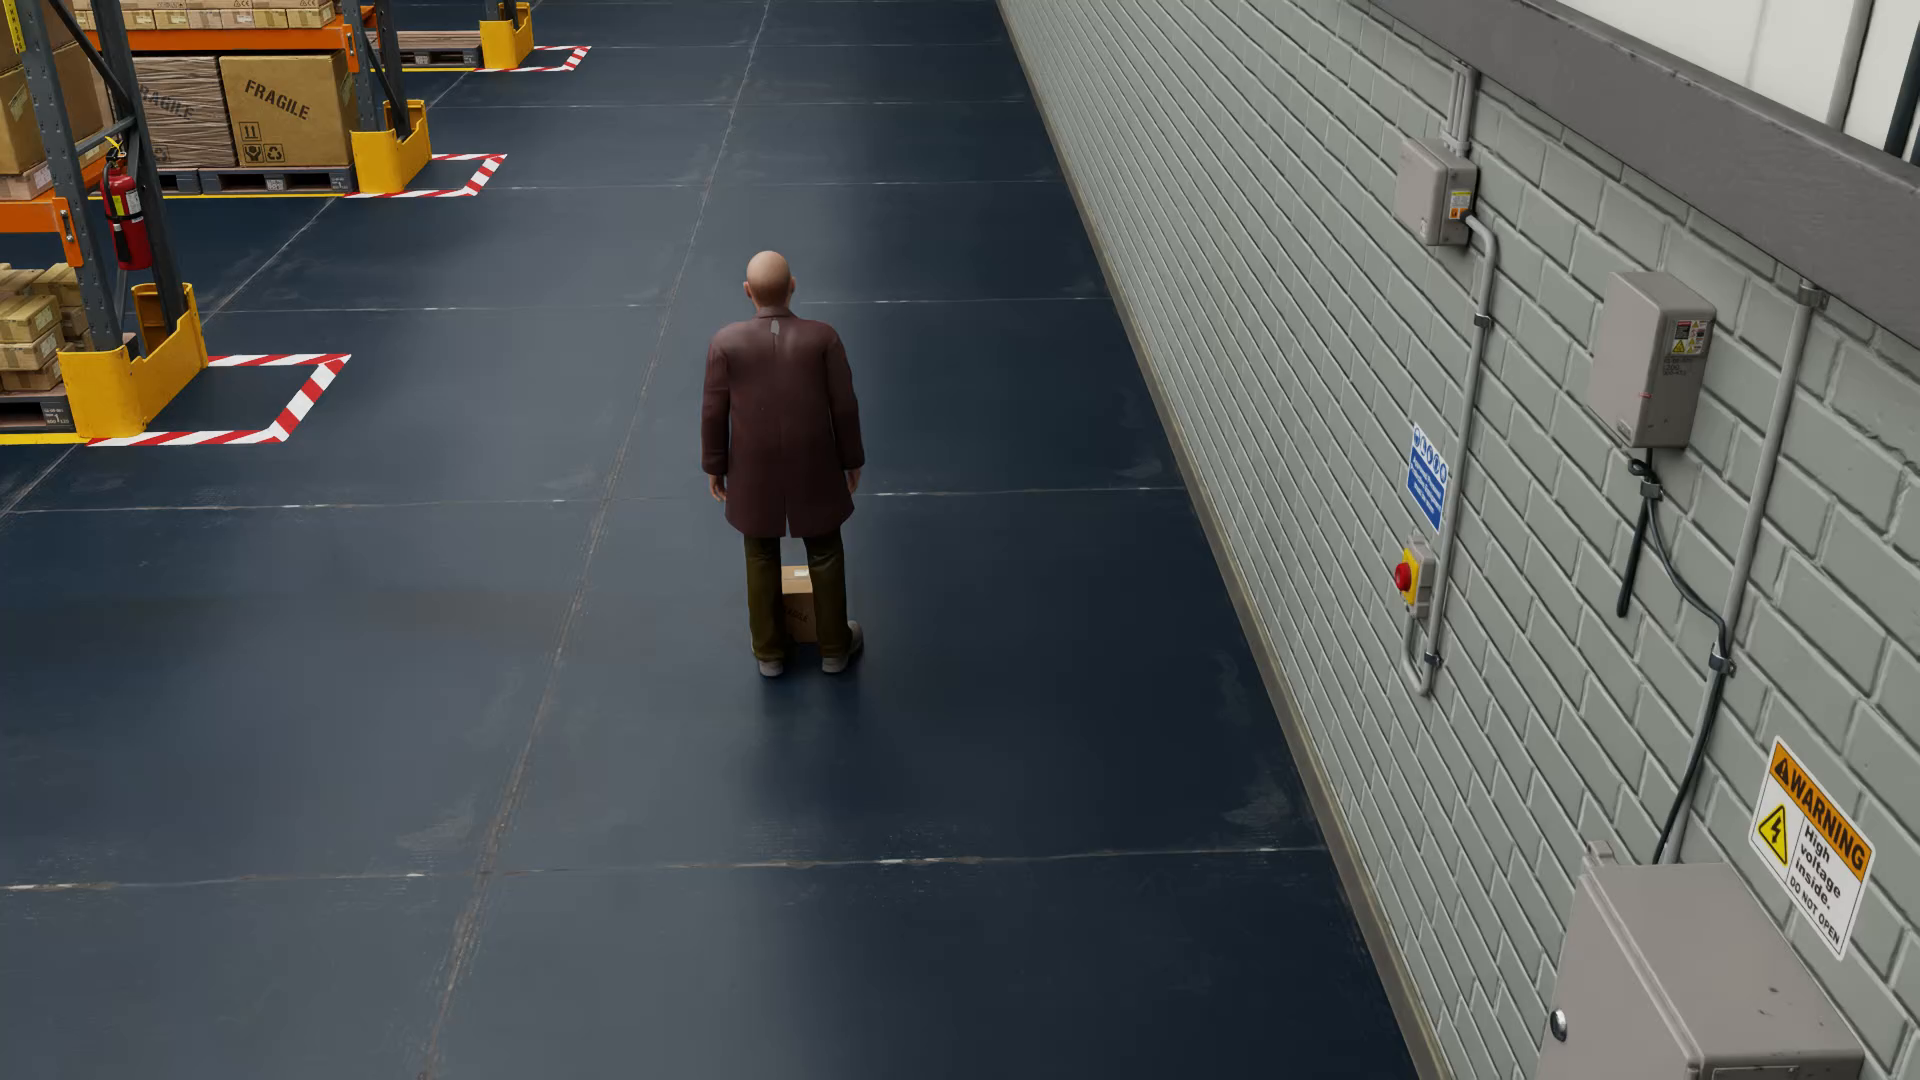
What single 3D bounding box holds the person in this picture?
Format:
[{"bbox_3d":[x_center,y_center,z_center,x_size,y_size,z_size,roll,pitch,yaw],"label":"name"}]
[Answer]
[{"bbox_3d":[-0.708,-0.284,6.688,0.655,1.774,0.416,-2,27,-4],"label":"person"}]
